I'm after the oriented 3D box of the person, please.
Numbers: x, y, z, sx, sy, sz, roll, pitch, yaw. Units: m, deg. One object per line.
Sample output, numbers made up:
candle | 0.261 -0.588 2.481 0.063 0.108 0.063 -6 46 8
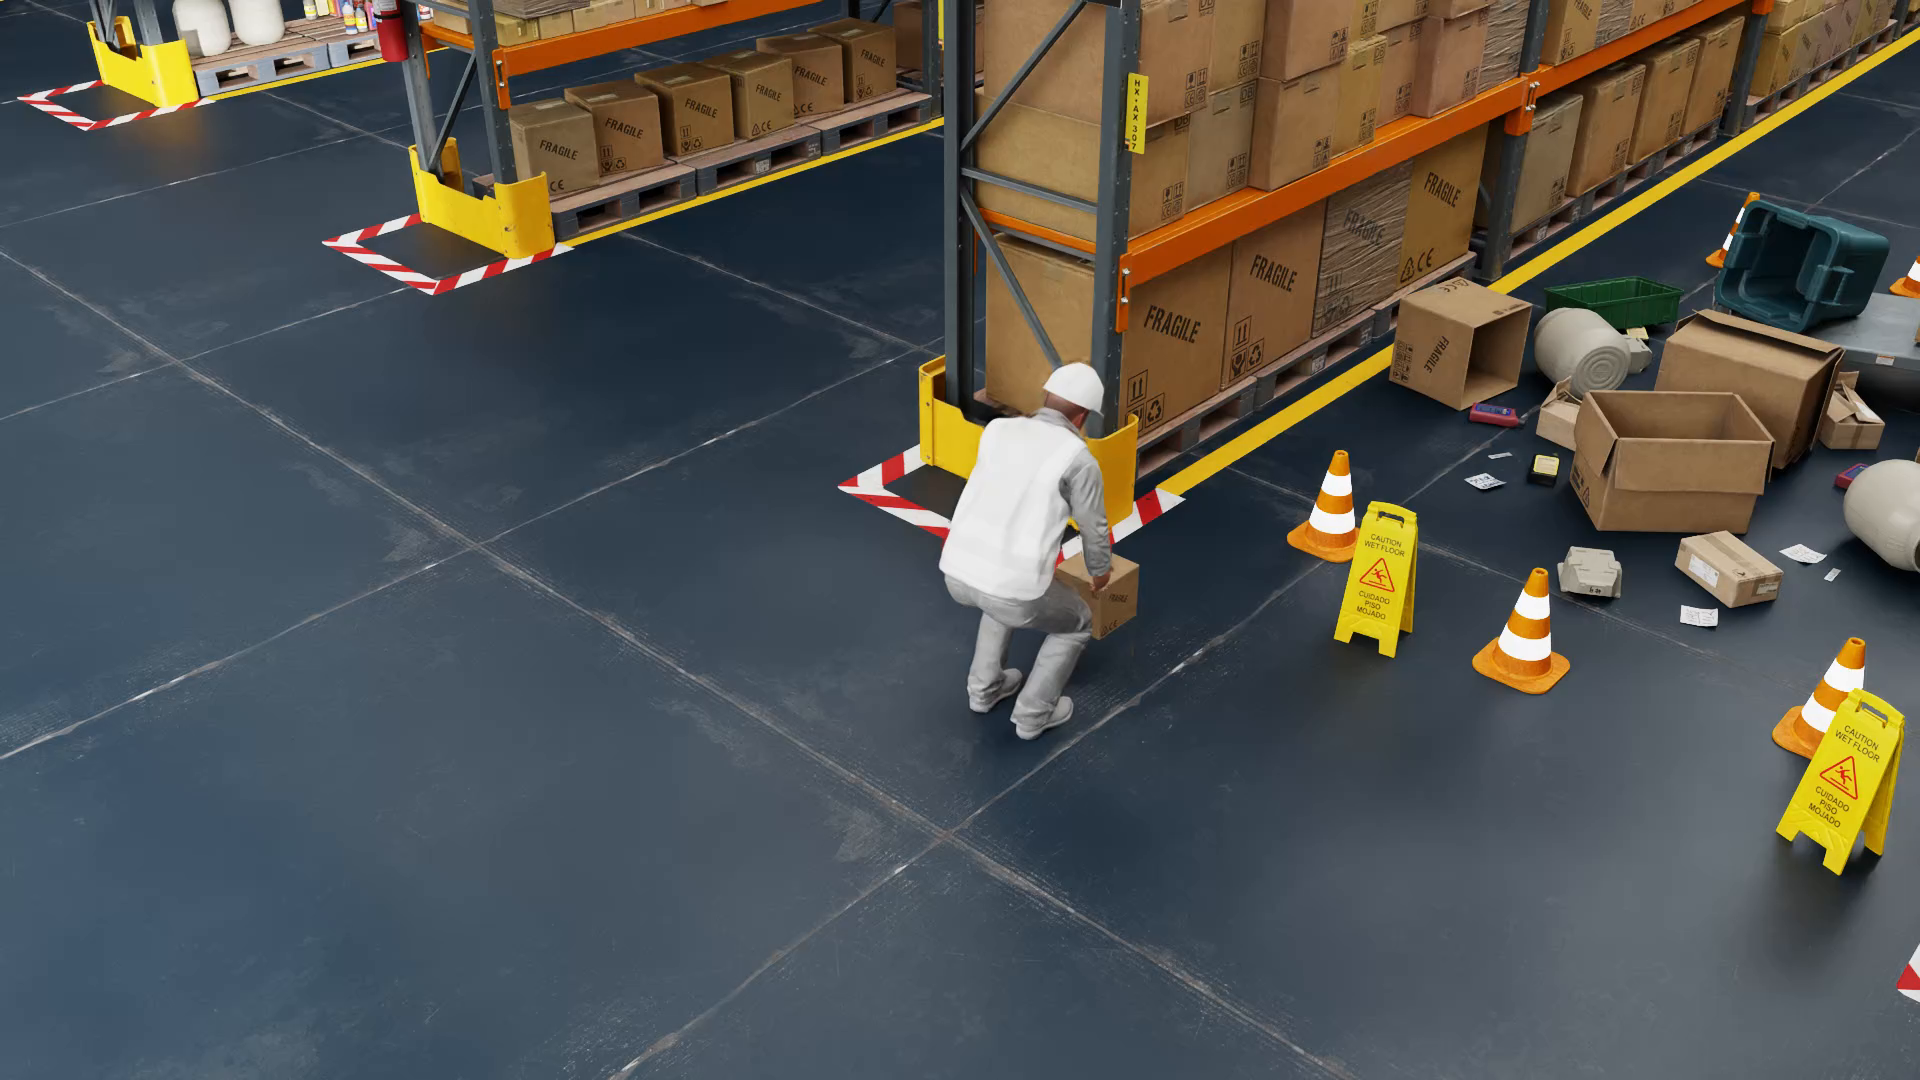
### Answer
person | 0.257 0.044 6.408 0.591 1.392 0.784 25 39 35
